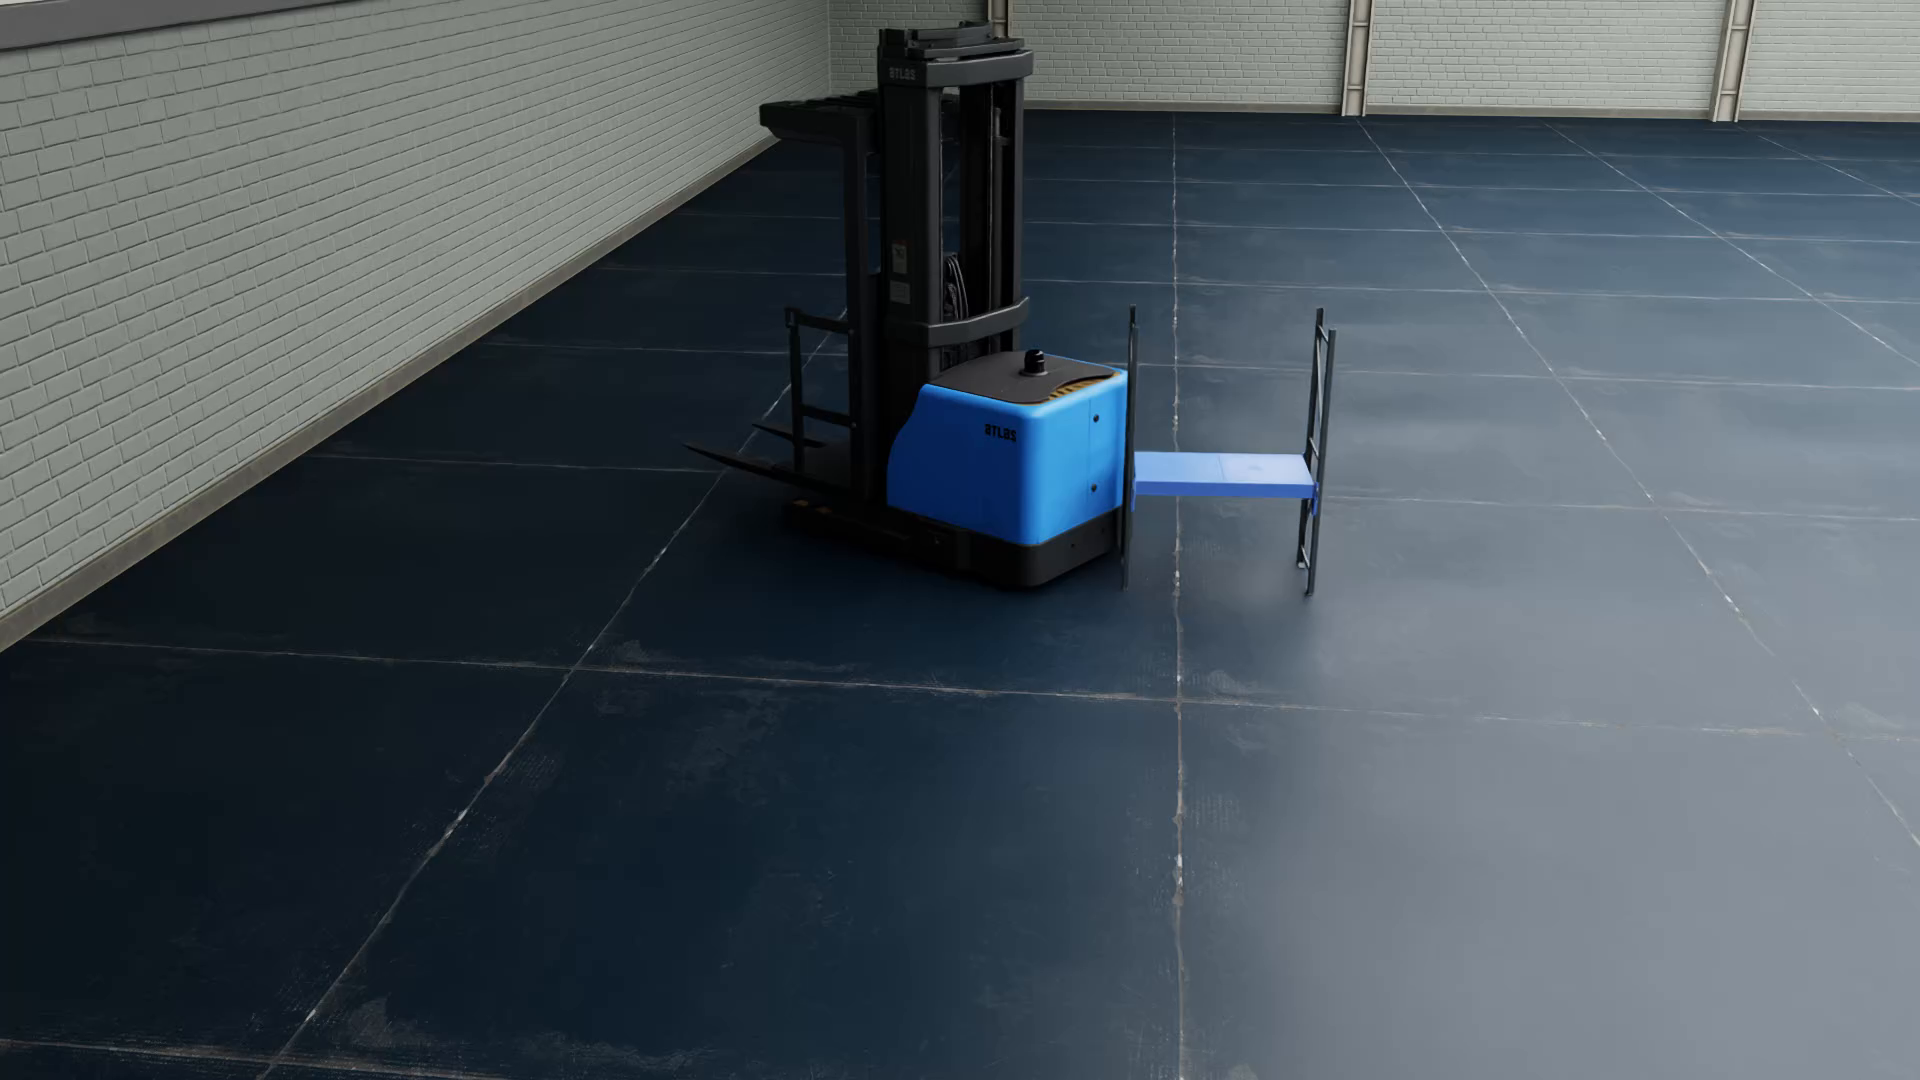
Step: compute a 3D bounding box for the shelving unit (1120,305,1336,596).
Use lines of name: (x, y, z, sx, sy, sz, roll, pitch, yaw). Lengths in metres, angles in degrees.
shelving unit: (1.441, -0.492, 9.145, 1.048, 1.500, 0.538, 1, 22, 3)

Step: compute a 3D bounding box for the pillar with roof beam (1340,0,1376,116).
pillar with roof beam: (6.135, -9.809, 22.511, 0.400, 9.000, 9.100, 2, 22, 6)

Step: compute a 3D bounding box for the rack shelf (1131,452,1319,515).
rack shelf: (1.441, -0.325, 9.211, 1.000, 0.185, 0.538, 1, 22, 3)

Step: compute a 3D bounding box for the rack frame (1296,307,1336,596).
rack frame: (1.949, -0.481, 9.117, 0.032, 1.500, 0.500, 1, 22, 3)

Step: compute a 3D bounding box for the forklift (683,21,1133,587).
forklift: (-0.447, -1.528, 9.819, 3.031, 2.935, 1.130, 17, 27, 36)

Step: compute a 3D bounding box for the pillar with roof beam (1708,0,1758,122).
pillar with roof beam: (12.093, -9.549, 21.854, 0.400, 9.000, 9.100, 2, 22, 6)

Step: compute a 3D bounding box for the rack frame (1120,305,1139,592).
rack frame: (0.934, -0.504, 9.173, 0.032, 1.500, 0.500, 1, 22, 3)

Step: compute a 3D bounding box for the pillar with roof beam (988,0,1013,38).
pillar with roof beam: (0.177, -10.068, 23.168, 0.400, 9.000, 9.100, 2, 22, 6)
